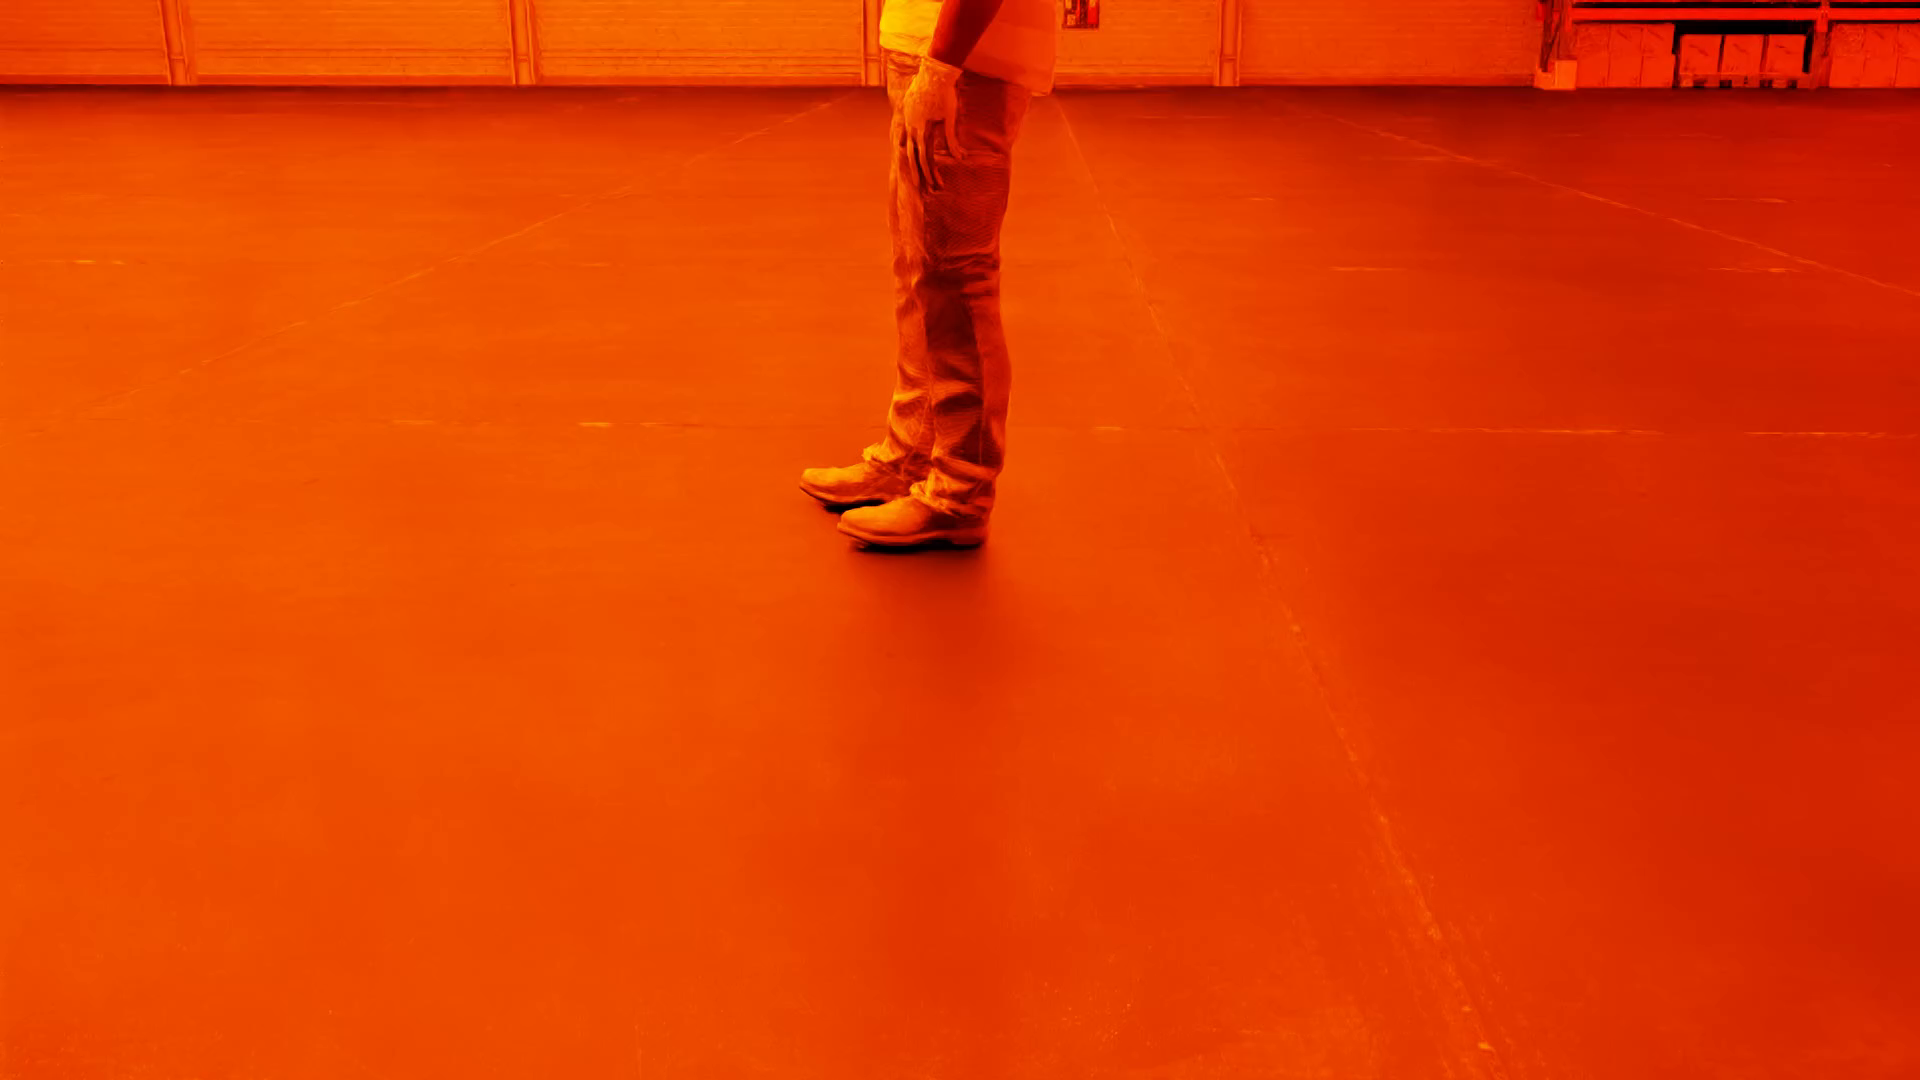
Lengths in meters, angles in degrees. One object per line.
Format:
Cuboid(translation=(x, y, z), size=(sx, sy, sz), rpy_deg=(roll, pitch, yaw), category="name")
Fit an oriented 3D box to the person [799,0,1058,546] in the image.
Cuboid(translation=(-0.072, -0.861, 3.115), size=(0.576, 1.782, 0.655), rpy_deg=(1, 17, 2), category="person")
